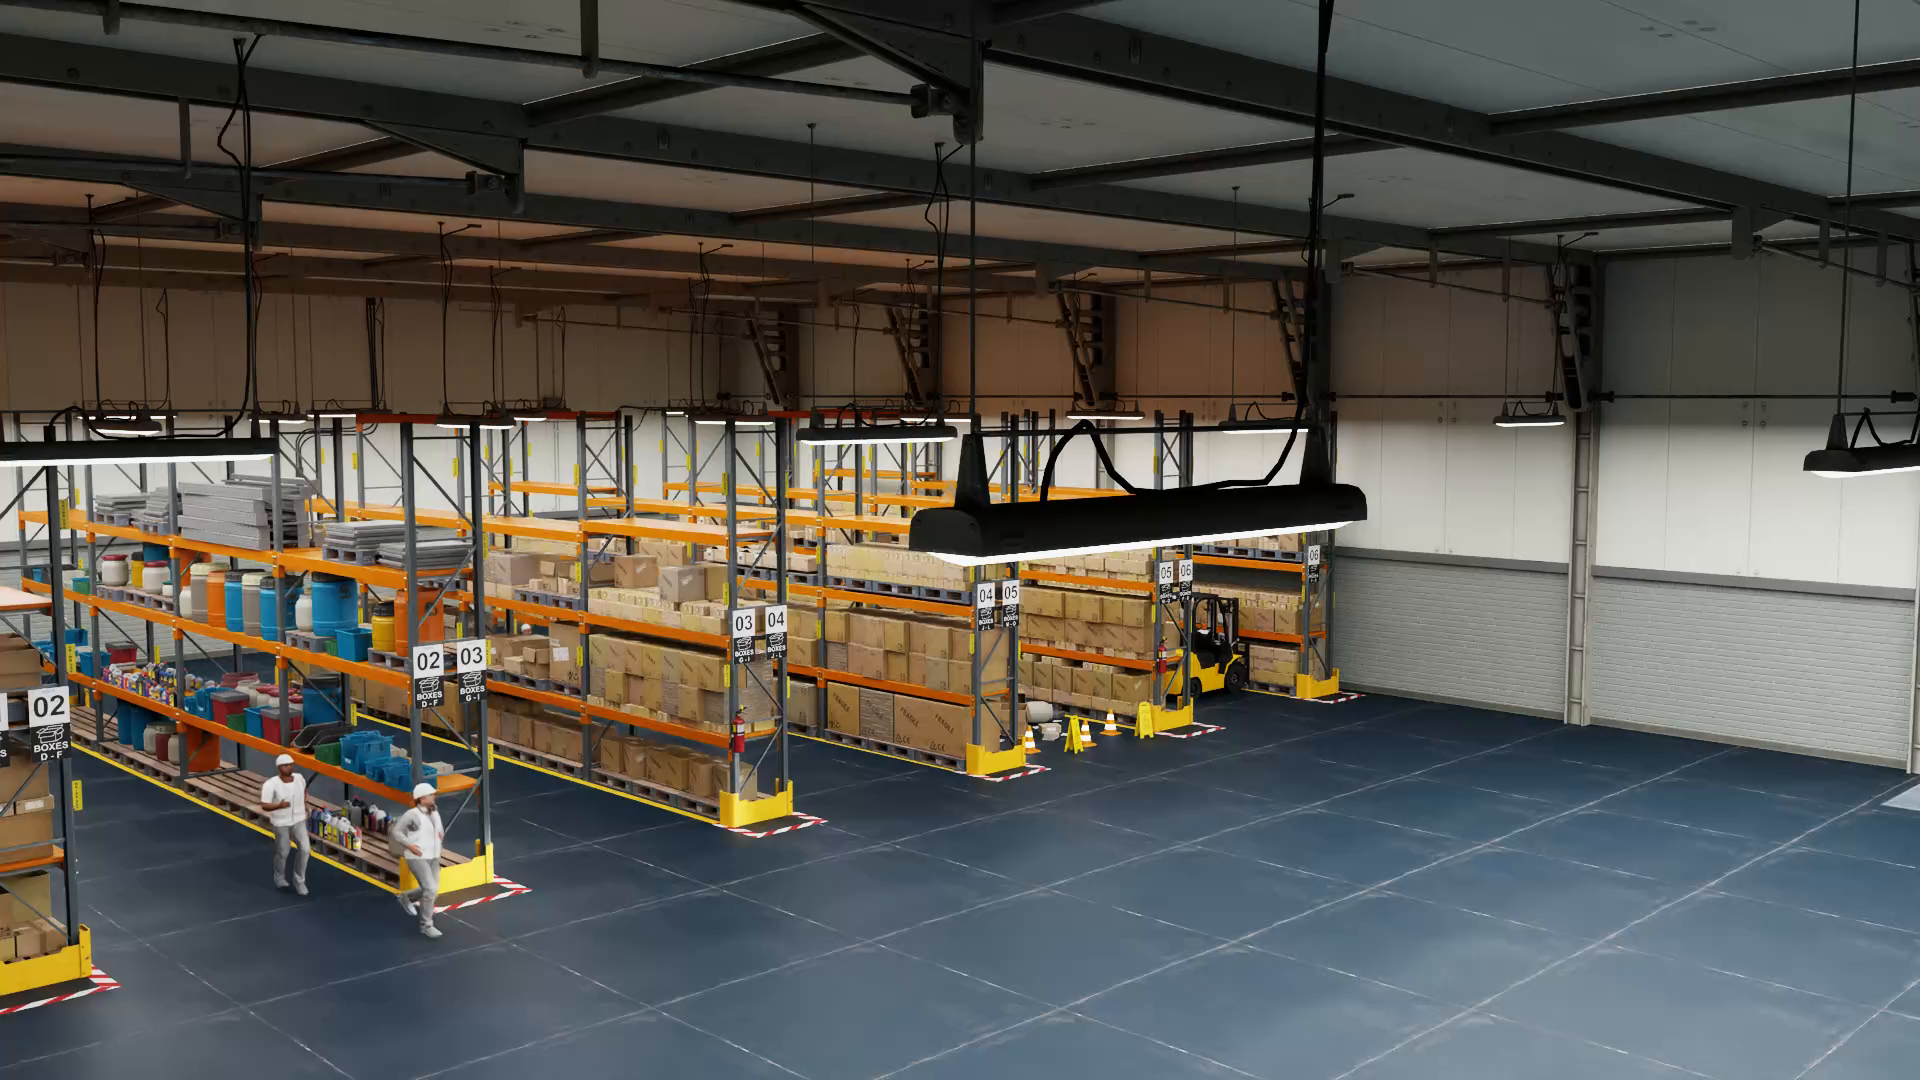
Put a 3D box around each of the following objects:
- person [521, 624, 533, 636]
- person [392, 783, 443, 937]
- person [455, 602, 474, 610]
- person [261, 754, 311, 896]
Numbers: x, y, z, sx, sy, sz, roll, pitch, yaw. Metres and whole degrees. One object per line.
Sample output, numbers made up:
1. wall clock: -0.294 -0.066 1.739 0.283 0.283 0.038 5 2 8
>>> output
1. person: -8.630 2.556 33.201 0.940 1.778 0.656 3 6 34
2. person: -6.389 3.766 19.815 0.852 1.744 0.683 2 5 21
3. person: -12.100 2.075 39.906 0.787 1.623 0.717 -5 7 -43
4. person: -8.519 3.621 21.120 0.672 1.820 0.708 -5 7 -43
